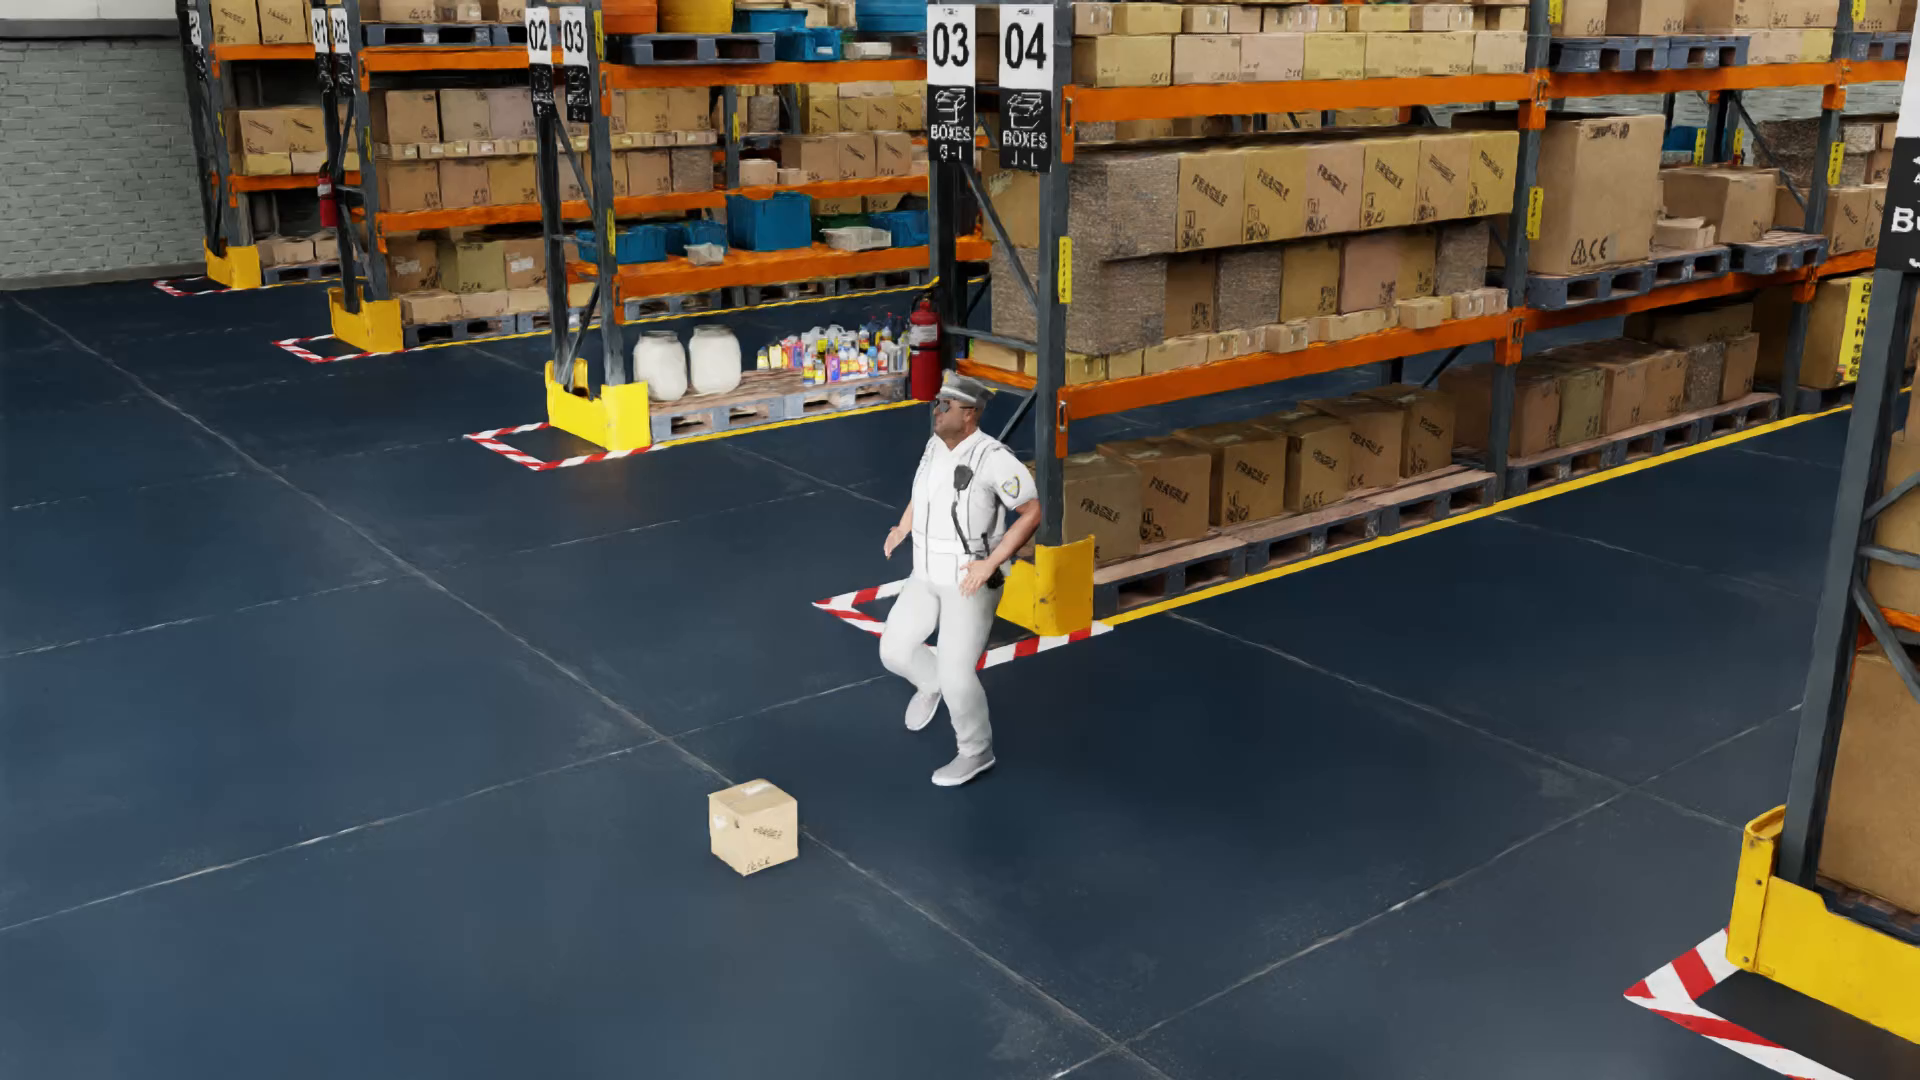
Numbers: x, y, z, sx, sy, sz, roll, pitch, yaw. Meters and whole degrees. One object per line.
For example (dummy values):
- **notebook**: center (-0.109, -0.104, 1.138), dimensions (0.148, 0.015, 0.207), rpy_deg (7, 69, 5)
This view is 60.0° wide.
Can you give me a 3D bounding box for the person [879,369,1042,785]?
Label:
- **person**: center (-0.026, 0.139, 7.114), dimensions (0.510, 1.756, 0.783), rpy_deg (-17, 24, -42)
